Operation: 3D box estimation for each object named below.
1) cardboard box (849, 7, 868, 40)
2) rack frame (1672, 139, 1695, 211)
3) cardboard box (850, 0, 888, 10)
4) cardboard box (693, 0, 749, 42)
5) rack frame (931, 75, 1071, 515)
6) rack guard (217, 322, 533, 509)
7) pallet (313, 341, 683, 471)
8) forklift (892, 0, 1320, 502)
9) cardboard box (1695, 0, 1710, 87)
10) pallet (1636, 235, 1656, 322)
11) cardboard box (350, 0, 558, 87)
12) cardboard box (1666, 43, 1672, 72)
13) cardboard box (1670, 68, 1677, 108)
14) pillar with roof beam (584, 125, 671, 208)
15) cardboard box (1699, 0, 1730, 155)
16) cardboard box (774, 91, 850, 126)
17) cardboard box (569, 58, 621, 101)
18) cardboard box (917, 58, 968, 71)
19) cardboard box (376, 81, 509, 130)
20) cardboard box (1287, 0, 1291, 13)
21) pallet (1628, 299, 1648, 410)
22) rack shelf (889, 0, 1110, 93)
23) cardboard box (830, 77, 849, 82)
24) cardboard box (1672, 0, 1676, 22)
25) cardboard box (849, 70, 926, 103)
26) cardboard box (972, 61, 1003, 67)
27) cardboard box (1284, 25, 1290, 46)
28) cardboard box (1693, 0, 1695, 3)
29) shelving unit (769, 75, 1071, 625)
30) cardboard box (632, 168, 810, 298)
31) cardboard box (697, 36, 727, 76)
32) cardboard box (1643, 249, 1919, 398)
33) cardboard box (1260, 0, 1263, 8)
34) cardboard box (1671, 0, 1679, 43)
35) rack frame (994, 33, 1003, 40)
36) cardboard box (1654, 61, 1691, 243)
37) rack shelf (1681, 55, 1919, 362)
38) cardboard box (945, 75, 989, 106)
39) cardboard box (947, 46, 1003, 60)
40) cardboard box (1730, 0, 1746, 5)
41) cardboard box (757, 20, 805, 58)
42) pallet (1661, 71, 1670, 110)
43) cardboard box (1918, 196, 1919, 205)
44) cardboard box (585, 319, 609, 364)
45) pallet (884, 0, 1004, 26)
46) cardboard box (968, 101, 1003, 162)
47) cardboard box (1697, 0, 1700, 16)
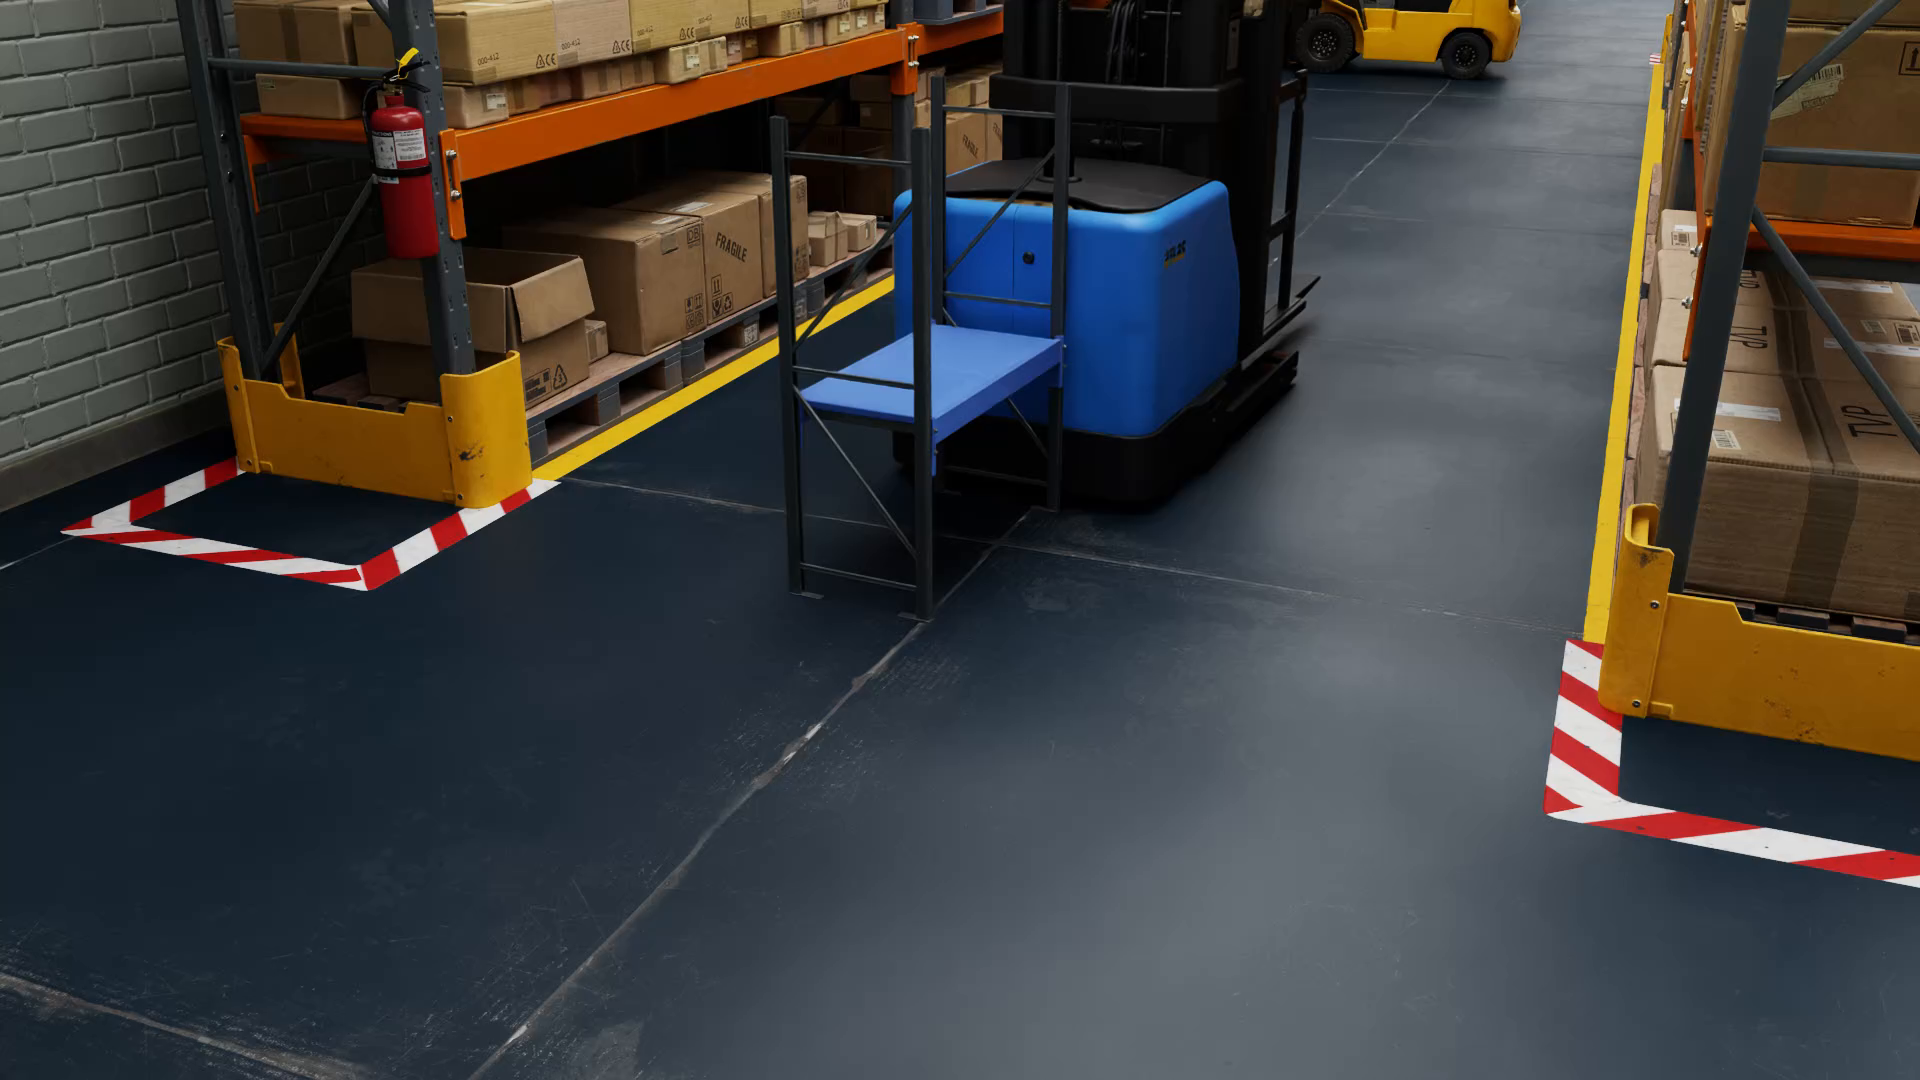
[{"bbox_3d":[-0.700,-2.676,8.590,0.380,0.149,0.250,9,24,21],"label":"cardboard box"},{"bbox_3d":[3.871,-2.329,7.434,1.000,3.000,0.127,9,24,20],"label":"rack frame"},{"bbox_3d":[-0.702,-2.889,8.584,0.500,0.250,0.500,9,24,21],"label":"cardboard box"},{"bbox_3d":[-1.264,-2.347,7.286,0.500,0.250,0.500,8,24,19],"label":"cardboard box"},{"bbox_3d":[0.132,-0.831,5.793,0.500,1.500,0.032,11,25,24],"label":"rack frame"},{"bbox_3d":[-2.197,-0.481,6.252,1.175,0.500,0.348,9,24,20],"label":"rack guard"},{"bbox_3d":[-1.902,-0.633,6.991,1.003,0.211,1.213,9,24,20],"label":"pallet"},{"bbox_3d":[0.846,-2.020,6.782,1.130,2.935,3.031,11,25,24],"label":"forklift"},{"bbox_3d":[3.263,-2.065,6.673,0.500,0.500,0.500,9,24,20],"label":"cardboard box"},{"bbox_3d":[4.087,-1.329,8.658,1.003,0.211,1.213,9,24,20],"label":"pallet"},{"bbox_3d":[-1.806,-1.799,5.973,0.500,0.250,0.500,9,24,20],"label":"cardboard box"},{"bbox_3d":[7.001,-4.559,15.795,0.500,0.250,0.500,8,24,19],"label":"cardboard box"},{"bbox_3d":[6.386,-3.727,13.646,0.950,0.372,0.625,10,25,23],"label":"cardboard box"},{"bbox_3d":[2.162,-5.070,6.213,9.100,9.000,0.400,9,24,20],"label":"pillar with roof beam"},{"bbox_3d":[2.701,-1.517,5.361,0.500,0.500,0.500,10,24,22],"label":"cardboard box"},{"bbox_3d":[-0.870,-2.551,9.822,0.380,0.149,0.250,8,24,18],"label":"cardboard box"},{"bbox_3d":[-1.581,-1.848,6.608,0.380,0.149,0.250,10,25,22],"label":"cardboard box"},{"bbox_3d":[-0.167,-3.197,11.369,0.380,0.149,0.250,9,24,20],"label":"cardboard box"},{"bbox_3d":[-1.848,-1.569,5.941,0.380,0.149,0.250,9,24,20],"label":"cardboard box"},{"bbox_3d":[3.270,-5.725,17.938,0.500,0.250,0.500,9,24,20],"label":"cardboard box"},{"bbox_3d":[3.516,-0.781,7.347,1.003,0.211,1.213,9,24,20],"label":"pallet"},{"bbox_3d":[0.004,-3.422,10.984,1.077,0.370,4.000,9,24,20],"label":"rack shelf"},{"bbox_3d":[-0.625,-2.830,10.489,0.380,0.149,0.250,8,24,17],"label":"cardboard box"},{"bbox_3d":[7.763,-5.637,17.402,0.500,0.500,0.500,8,24,18],"label":"cardboard box"},{"bbox_3d":[-0.415,-2.614,9.588,0.380,0.149,0.250,8,24,19],"label":"cardboard box"},{"bbox_3d":[0.280,-3.126,11.199,0.380,0.149,0.250,8,24,18],"label":"cardboard box"},{"bbox_3d":[3.277,-5.501,18.050,0.500,0.250,0.500,10,25,22],"label":"cardboard box"},{"bbox_3d":[4.941,-3.552,10.557,0.500,0.250,0.500,8,24,19],"label":"cardboard box"},{"bbox_3d":[-0.091,-0.655,5.371,0.538,1.500,1.048,11,25,24],"label":"shelving unit"},{"bbox_3d":[-1.171,-1.524,8.206,0.700,0.500,0.500,8,24,18],"label":"cardboard box"},{"bbox_3d":[-1.245,-2.120,7.260,0.380,0.149,0.250,9,24,21],"label":"cardboard box"},{"bbox_3d":[3.206,-0.811,6.579,0.875,0.438,0.875,8,24,18],"label":"cardboard box"},{"bbox_3d":[2.903,-5.597,16.984,0.500,0.250,0.500,9,24,20],"label":"cardboard box"},{"bbox_3d":[7.189,-5.078,16.065,0.500,0.500,0.500,10,25,23],"label":"cardboard box"},{"bbox_3d":[0.747,-4.470,12.559,1.000,3.000,0.127,9,24,20],"label":"rack frame"},{"bbox_3d":[4.355,-2.100,9.098,0.875,0.875,0.875,10,24,22],"label":"cardboard box"},{"bbox_3d":[3.128,-1.281,5.859,1.077,0.370,4.000,9,24,20],"label":"rack shelf"},{"bbox_3d":[-0.026,-2.856,10.552,0.380,0.149,0.250,9,24,20],"label":"cardboard box"},{"bbox_3d":[0.122,-3.476,12.036,0.380,0.149,0.250,9,24,21],"label":"cardboard box"},{"bbox_3d":[2.510,-1.803,4.748,0.500,0.500,0.500,9,24,20],"label":"cardboard box"},{"bbox_3d":[-0.965,-2.394,7.915,0.380,0.149,0.250,8,24,19],"label":"cardboard box"},{"bbox_3d":[7.059,-4.151,15.413,1.003,0.211,1.213,9,24,20],"label":"pallet"},{"bbox_3d":[2.830,-1.074,4.301,0.500,0.500,0.500,9,24,20],"label":"cardboard box"},{"bbox_3d":[-1.716,-0.837,7.016,0.380,0.149,0.250,8,24,18],"label":"cardboard box"},{"bbox_3d":[-0.341,-3.220,9.816,1.003,0.211,1.213,9,24,20],"label":"pallet"},{"bbox_3d":[0.027,-2.589,10.756,0.500,0.500,0.500,8,24,18],"label":"cardboard box"},{"bbox_3d":[4.386,-3.002,9.239,0.500,0.250,0.500,9,24,20],"label":"cardboard box"}]
